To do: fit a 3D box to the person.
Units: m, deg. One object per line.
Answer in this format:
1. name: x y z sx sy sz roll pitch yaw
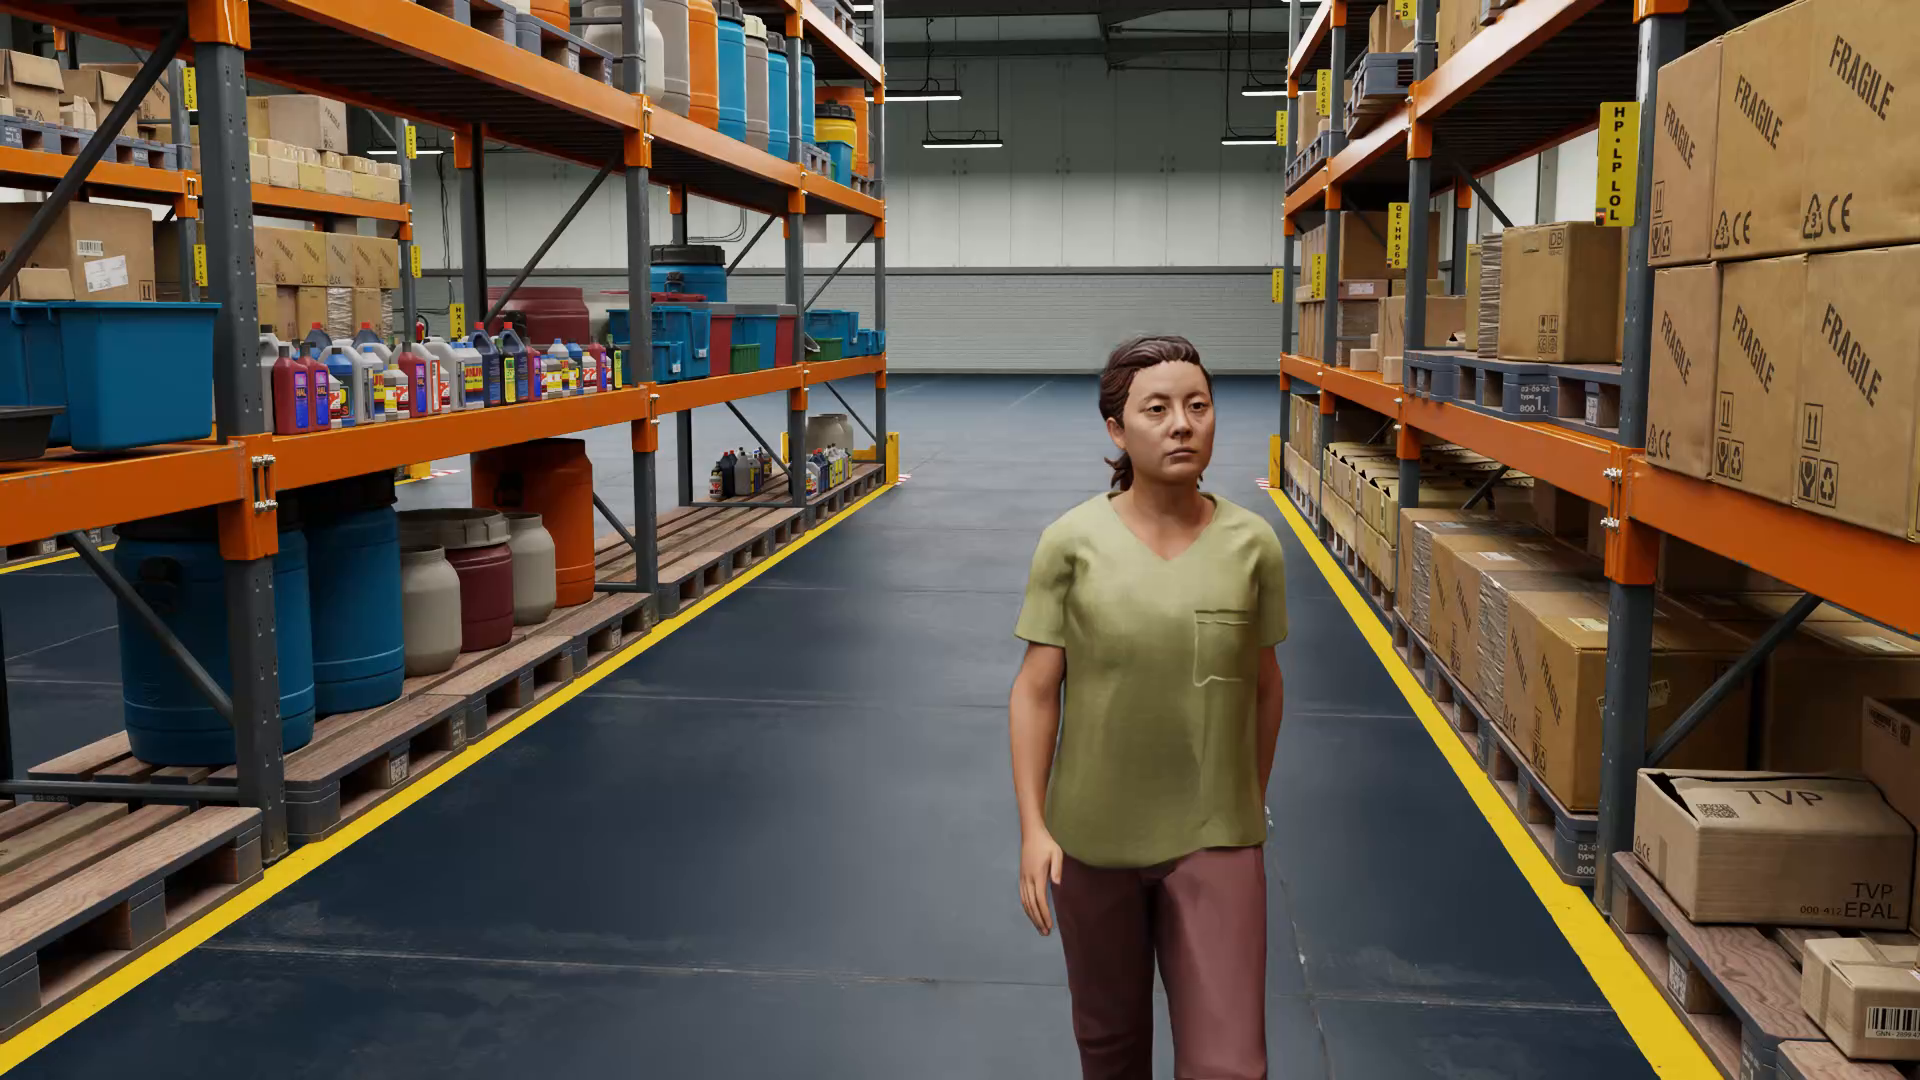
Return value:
1. person: 0.302 0.485 2.643 0.453 1.611 1.002 1 8 5
